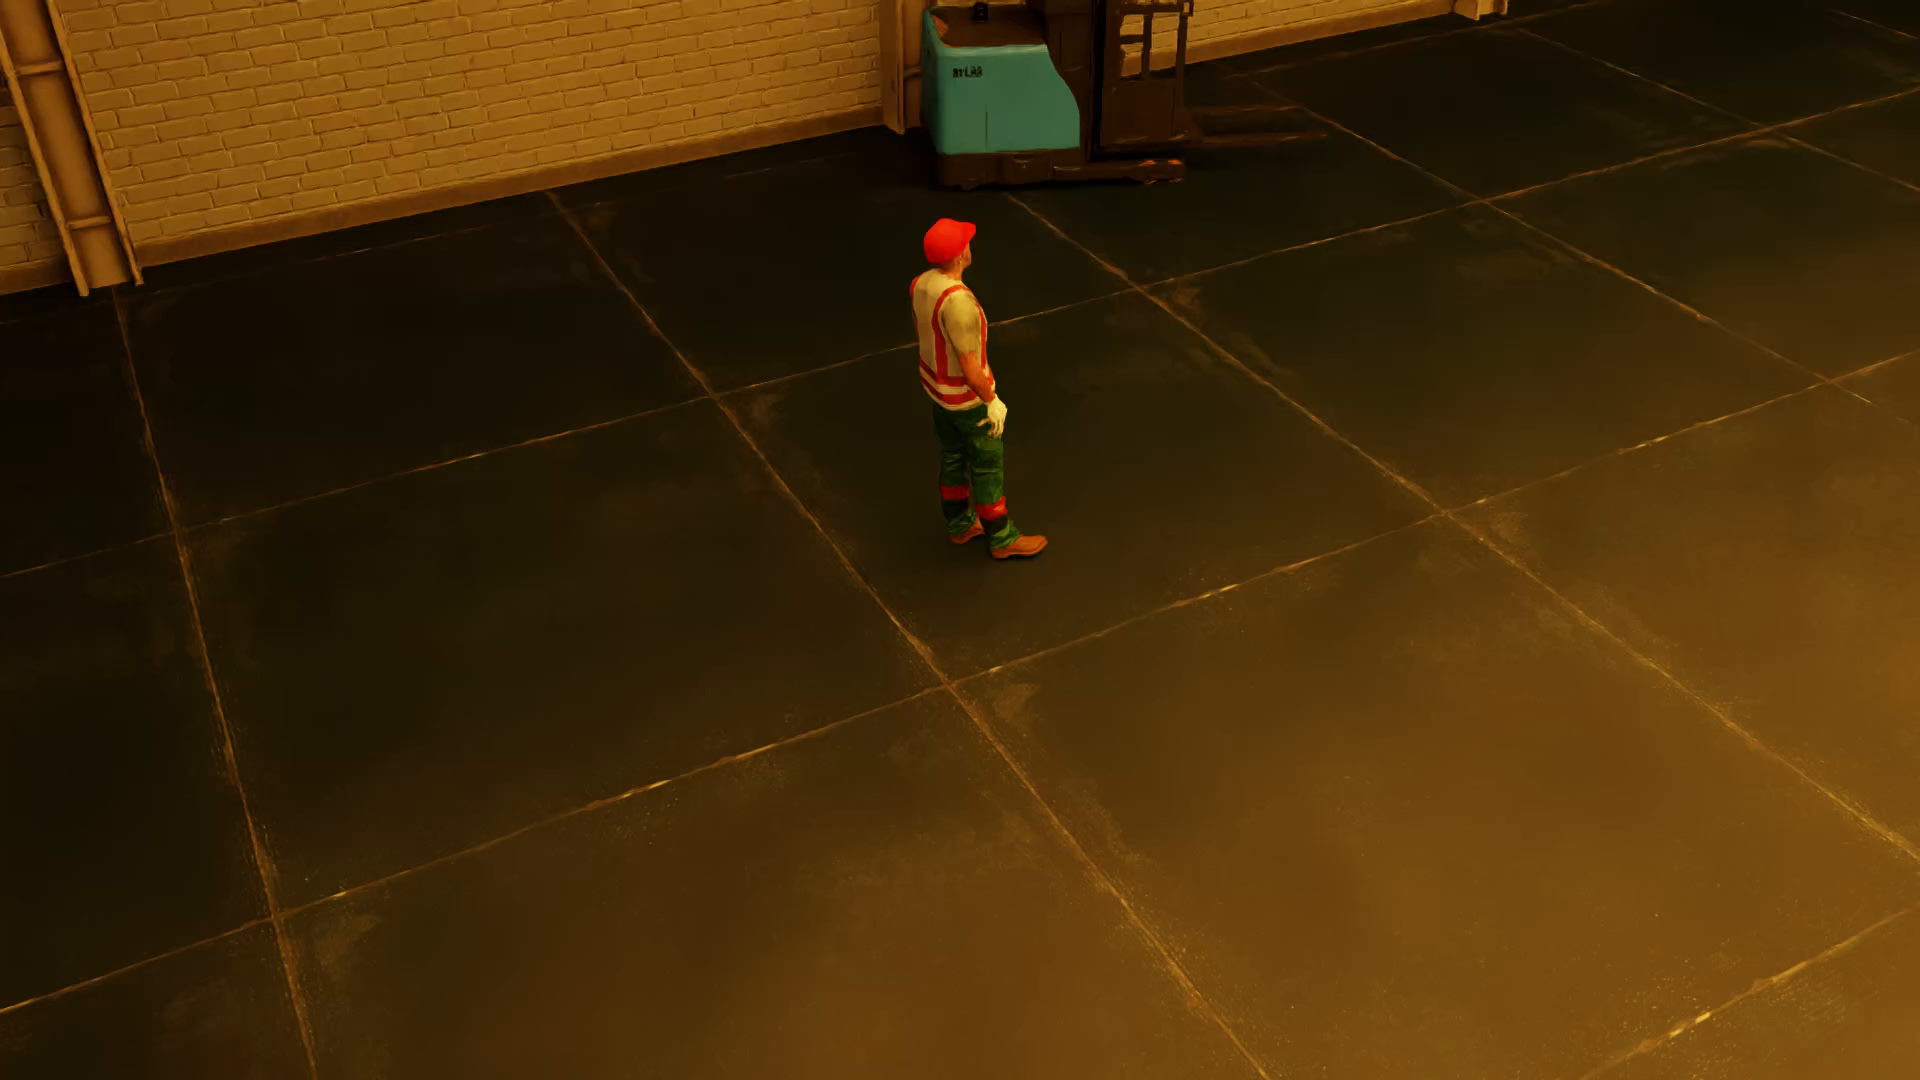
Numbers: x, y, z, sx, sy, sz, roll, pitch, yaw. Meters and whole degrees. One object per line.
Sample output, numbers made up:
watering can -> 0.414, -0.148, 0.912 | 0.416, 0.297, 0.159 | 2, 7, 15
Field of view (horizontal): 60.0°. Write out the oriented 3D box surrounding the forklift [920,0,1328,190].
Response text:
forklift -> 1.253, -4.157, 12.004 | 3.031, 2.935, 1.130 | -5, 36, -7

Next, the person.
person -> 0.076, -0.753, 8.165 | 0.563, 1.787, 0.637 | -17, 39, -23
